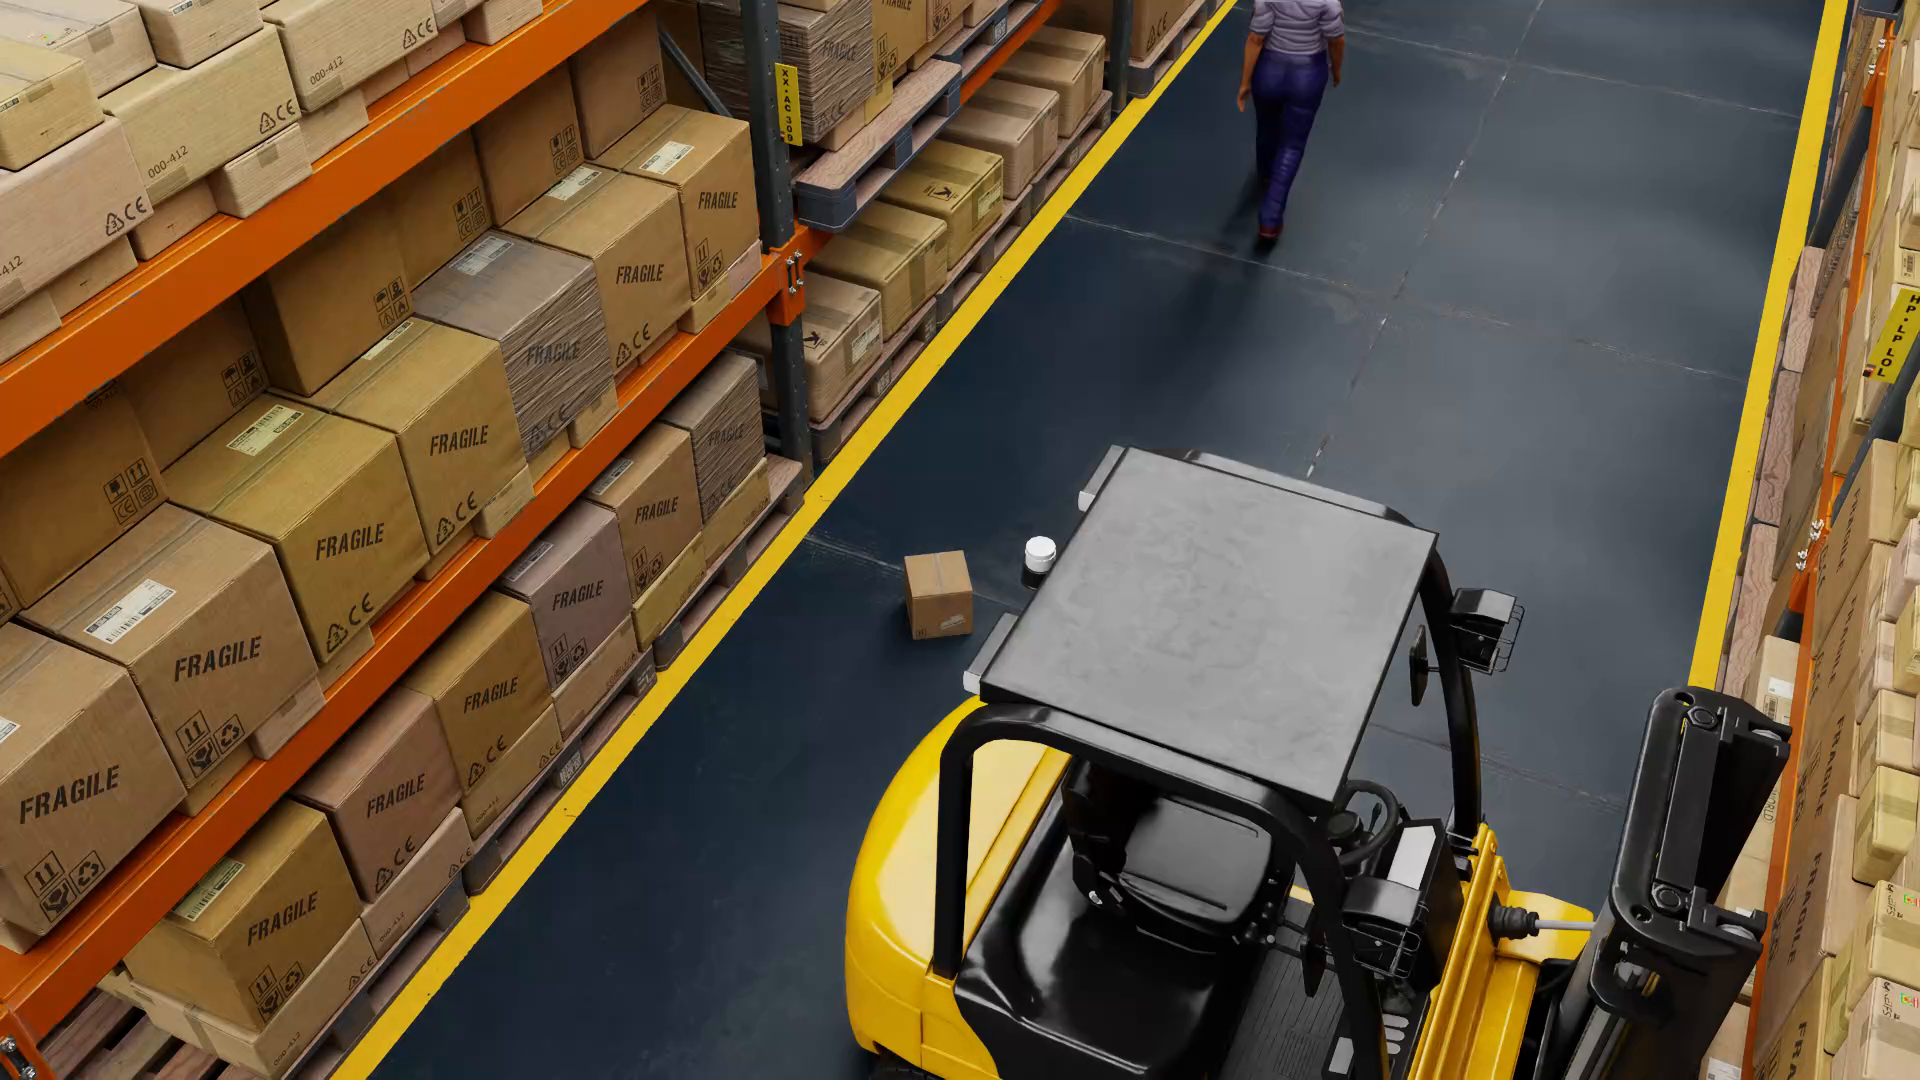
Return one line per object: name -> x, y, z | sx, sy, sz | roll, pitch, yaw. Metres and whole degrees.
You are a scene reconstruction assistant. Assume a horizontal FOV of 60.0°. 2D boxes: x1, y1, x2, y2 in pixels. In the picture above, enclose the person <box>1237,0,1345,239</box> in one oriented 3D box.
person -> 1.784, -2.493, 8.922 | 0.499, 1.579, 0.997 | 15, 44, 15
